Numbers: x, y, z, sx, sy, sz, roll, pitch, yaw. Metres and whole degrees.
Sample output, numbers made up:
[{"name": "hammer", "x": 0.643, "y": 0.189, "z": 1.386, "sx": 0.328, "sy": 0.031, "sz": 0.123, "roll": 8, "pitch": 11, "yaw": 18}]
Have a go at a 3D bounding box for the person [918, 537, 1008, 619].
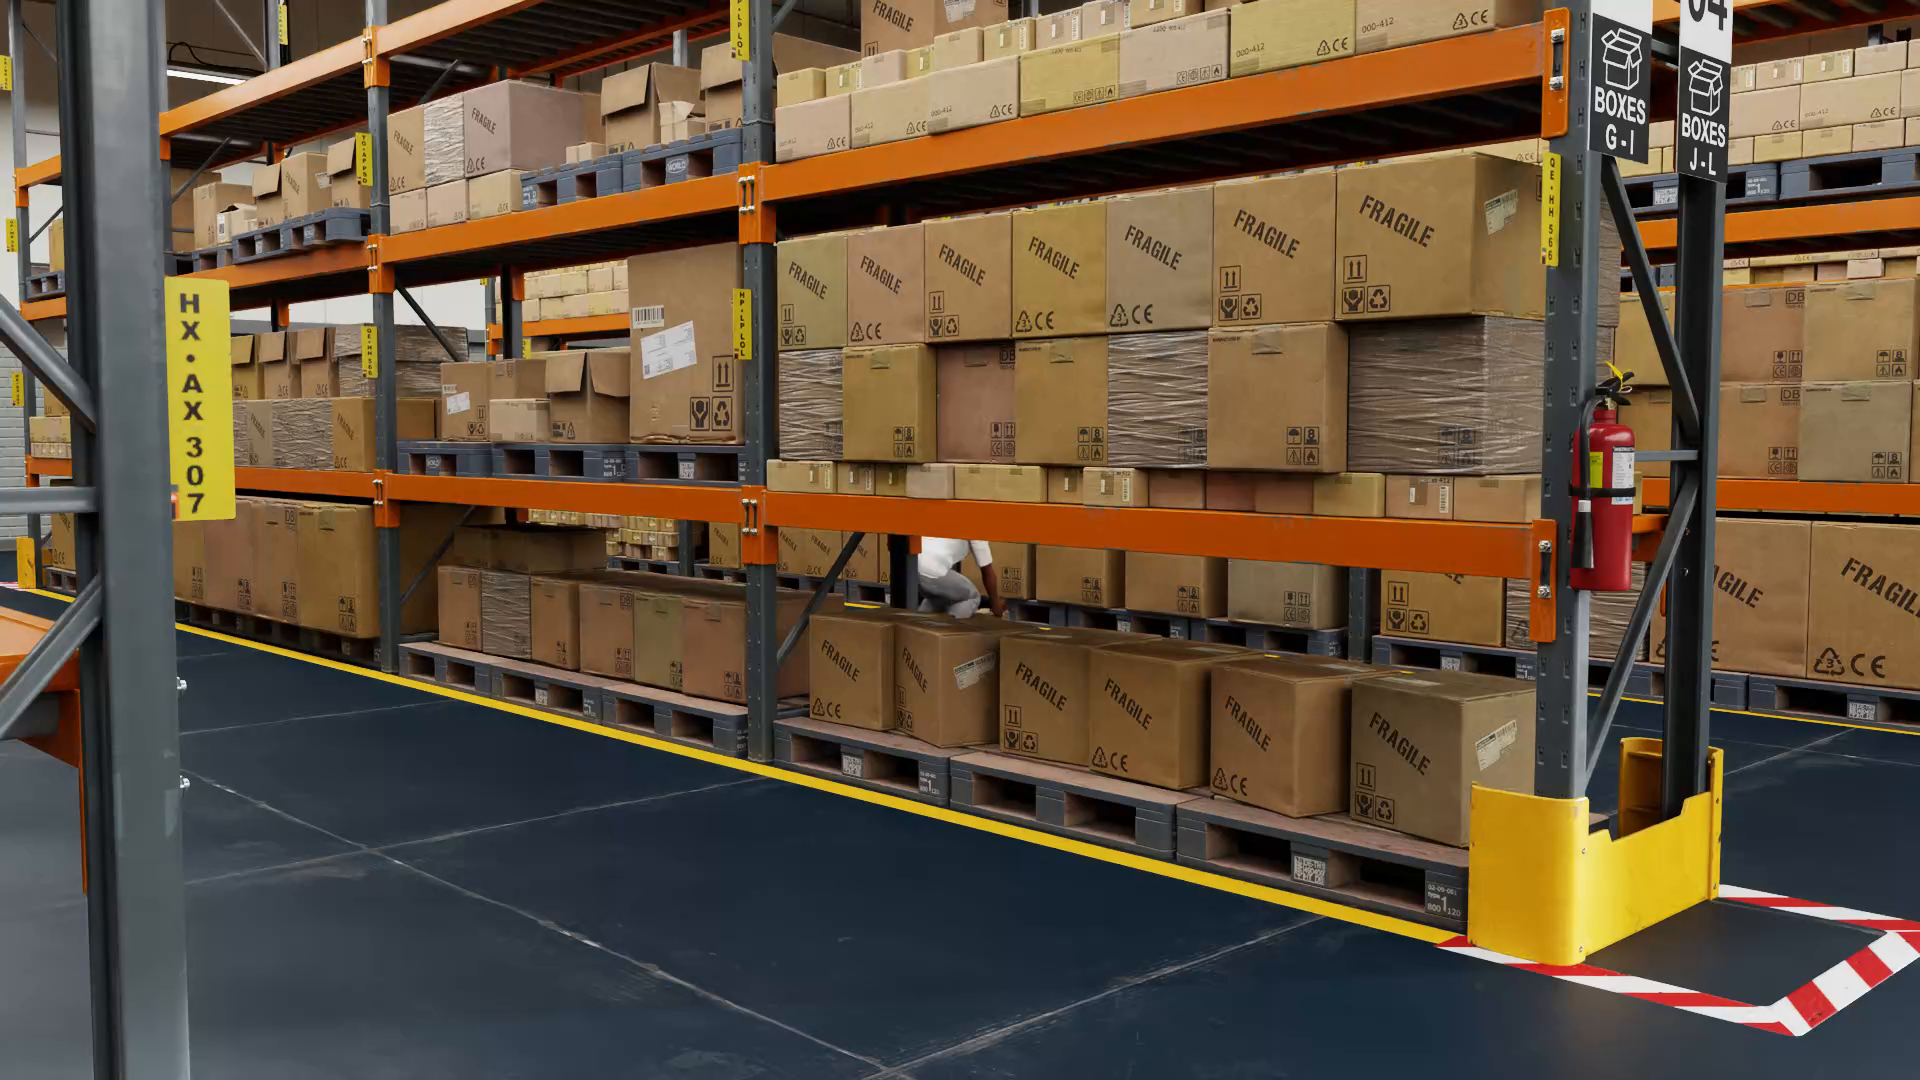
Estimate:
[{"name": "person", "x": -0.117, "y": 0.247, "z": 12.004, "sx": 0.875, "sy": 1.087, "sz": 0.602, "roll": -4, "pitch": 5, "yaw": -44}]
